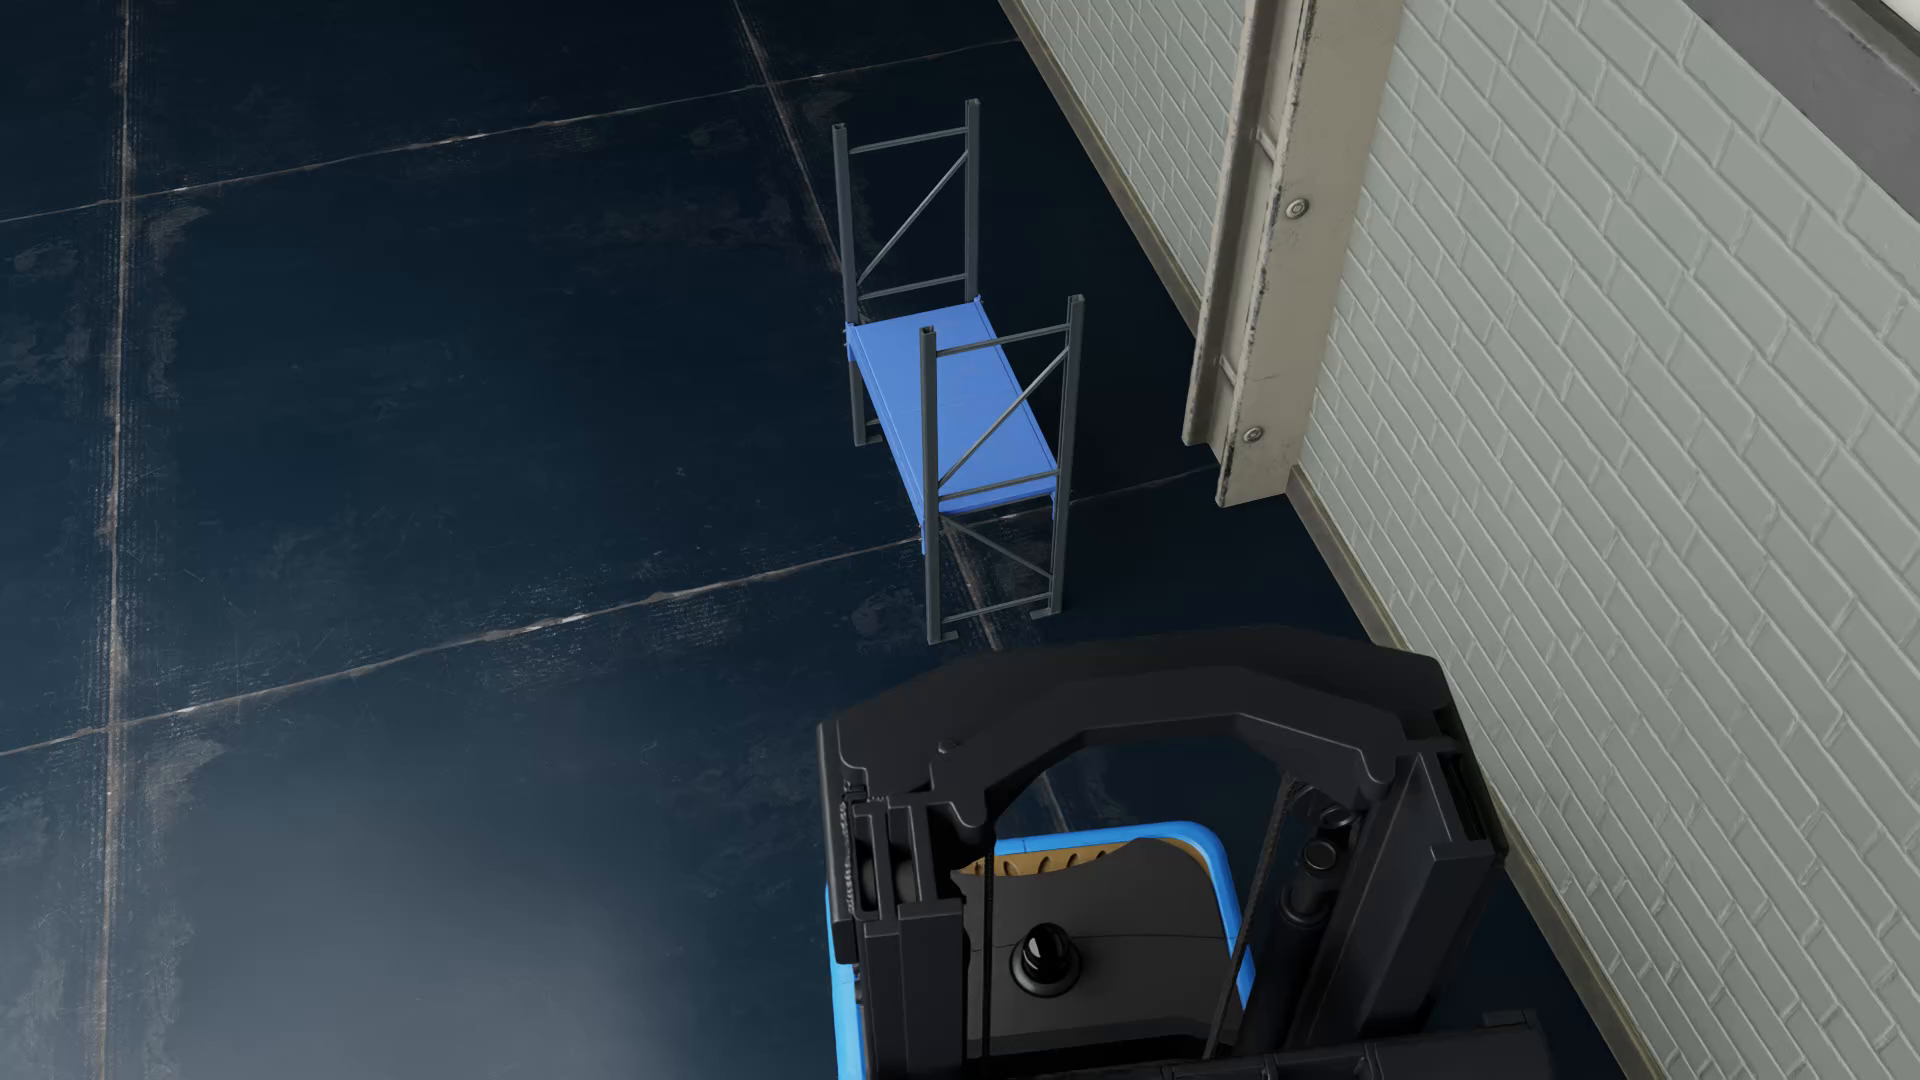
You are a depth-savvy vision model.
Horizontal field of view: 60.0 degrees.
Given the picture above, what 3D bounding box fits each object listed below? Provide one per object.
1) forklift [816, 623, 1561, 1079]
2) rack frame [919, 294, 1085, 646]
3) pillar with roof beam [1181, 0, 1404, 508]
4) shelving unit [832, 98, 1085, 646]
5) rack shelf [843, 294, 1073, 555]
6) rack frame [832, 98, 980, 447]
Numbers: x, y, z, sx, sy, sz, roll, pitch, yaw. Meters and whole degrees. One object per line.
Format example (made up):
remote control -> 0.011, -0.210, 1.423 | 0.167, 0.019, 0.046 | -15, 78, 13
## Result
forklift -> 0.339, 1.624, 2.964 | 1.130, 2.935, 3.031 | -5, 50, -4
rack frame -> 0.125, -0.174, 5.416 | 0.500, 1.500, 0.032 | -13, 51, -11
pillar with roof beam -> -3.031, -2.228, 2.243 | 9.100, 9.000, 0.400 | -13, 51, -11
shelving unit -> -0.025, -0.546, 5.729 | 0.538, 1.500, 1.048 | -13, 51, -11
rack shelf -> -0.025, -0.430, 5.867 | 0.538, 0.185, 1.000 | -13, 51, -11
rack frame -> -0.176, -0.917, 6.042 | 0.500, 1.500, 0.032 | -13, 51, -11
